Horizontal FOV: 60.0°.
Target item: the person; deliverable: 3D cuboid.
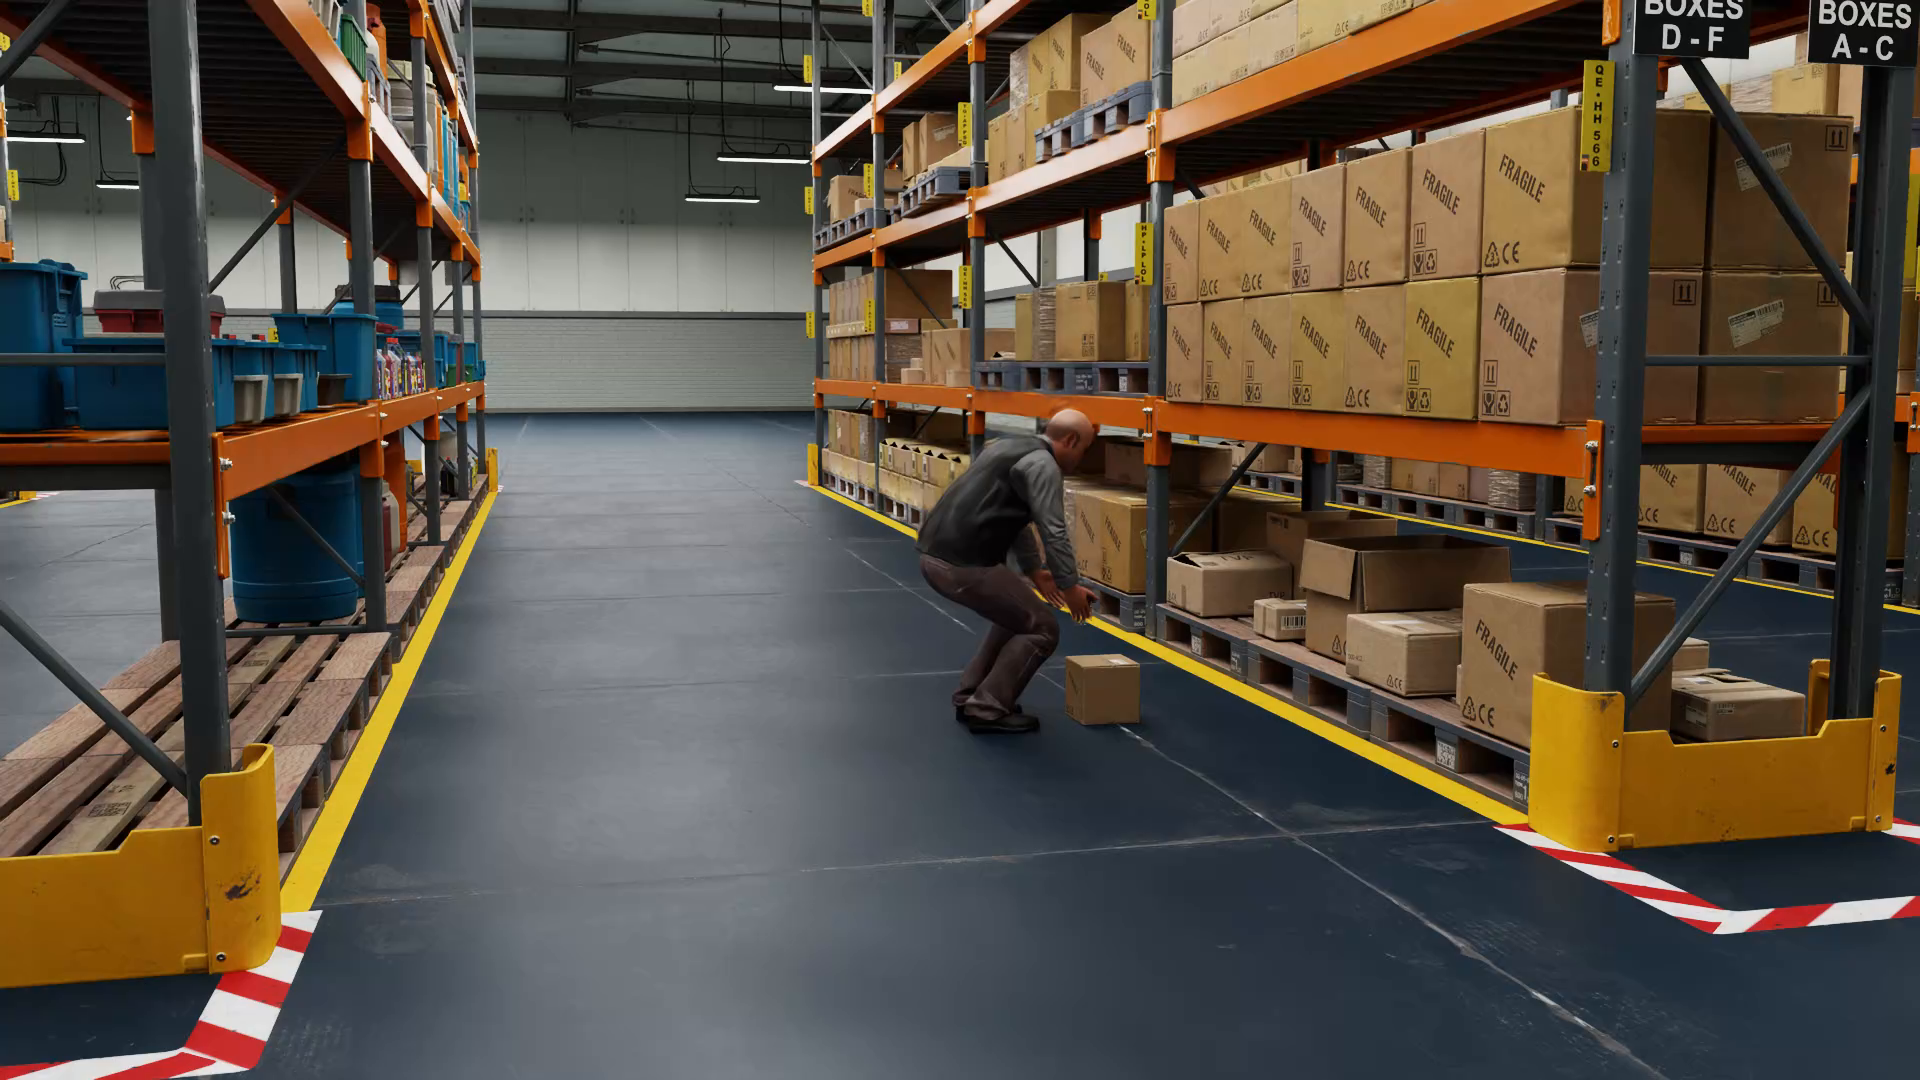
[{"bbox_3d":[0.192,0.166,6.942,0.756,1.209,0.589,-1,6,-14],"label":"person"}]
